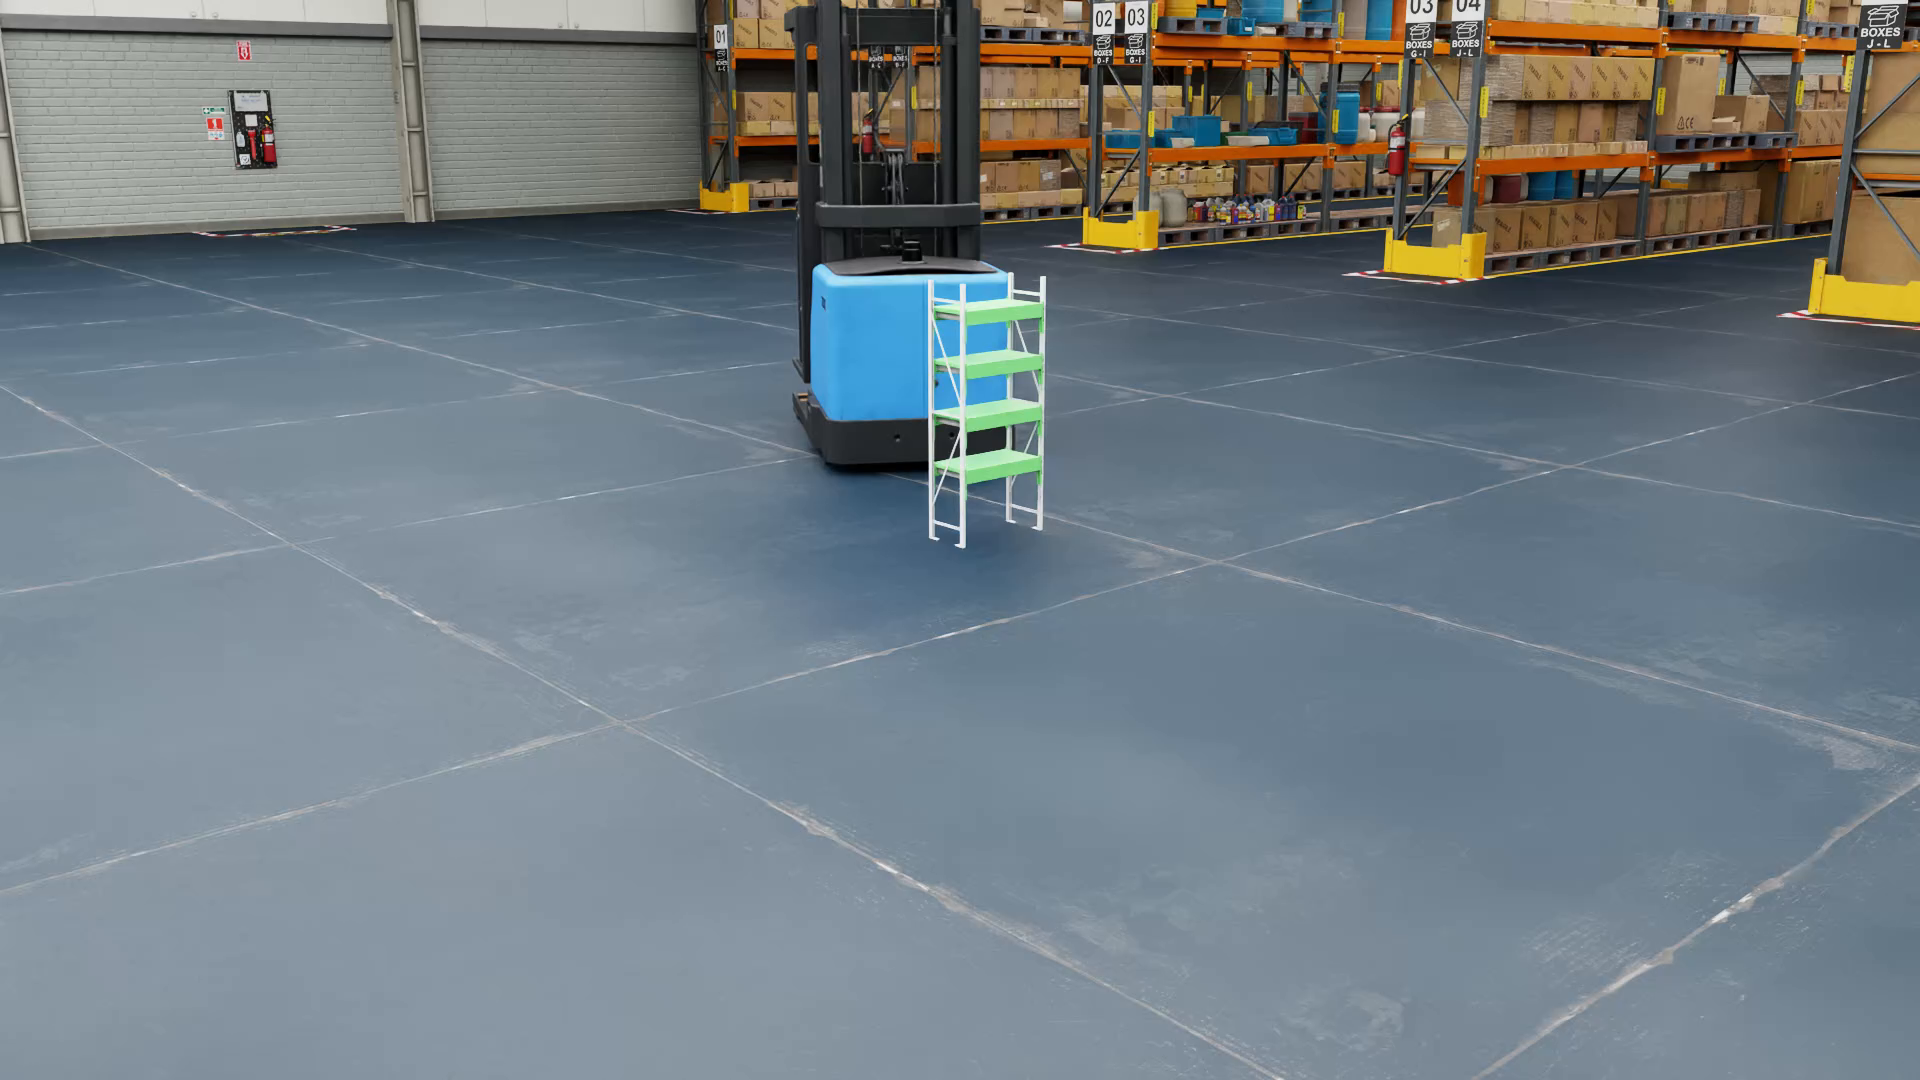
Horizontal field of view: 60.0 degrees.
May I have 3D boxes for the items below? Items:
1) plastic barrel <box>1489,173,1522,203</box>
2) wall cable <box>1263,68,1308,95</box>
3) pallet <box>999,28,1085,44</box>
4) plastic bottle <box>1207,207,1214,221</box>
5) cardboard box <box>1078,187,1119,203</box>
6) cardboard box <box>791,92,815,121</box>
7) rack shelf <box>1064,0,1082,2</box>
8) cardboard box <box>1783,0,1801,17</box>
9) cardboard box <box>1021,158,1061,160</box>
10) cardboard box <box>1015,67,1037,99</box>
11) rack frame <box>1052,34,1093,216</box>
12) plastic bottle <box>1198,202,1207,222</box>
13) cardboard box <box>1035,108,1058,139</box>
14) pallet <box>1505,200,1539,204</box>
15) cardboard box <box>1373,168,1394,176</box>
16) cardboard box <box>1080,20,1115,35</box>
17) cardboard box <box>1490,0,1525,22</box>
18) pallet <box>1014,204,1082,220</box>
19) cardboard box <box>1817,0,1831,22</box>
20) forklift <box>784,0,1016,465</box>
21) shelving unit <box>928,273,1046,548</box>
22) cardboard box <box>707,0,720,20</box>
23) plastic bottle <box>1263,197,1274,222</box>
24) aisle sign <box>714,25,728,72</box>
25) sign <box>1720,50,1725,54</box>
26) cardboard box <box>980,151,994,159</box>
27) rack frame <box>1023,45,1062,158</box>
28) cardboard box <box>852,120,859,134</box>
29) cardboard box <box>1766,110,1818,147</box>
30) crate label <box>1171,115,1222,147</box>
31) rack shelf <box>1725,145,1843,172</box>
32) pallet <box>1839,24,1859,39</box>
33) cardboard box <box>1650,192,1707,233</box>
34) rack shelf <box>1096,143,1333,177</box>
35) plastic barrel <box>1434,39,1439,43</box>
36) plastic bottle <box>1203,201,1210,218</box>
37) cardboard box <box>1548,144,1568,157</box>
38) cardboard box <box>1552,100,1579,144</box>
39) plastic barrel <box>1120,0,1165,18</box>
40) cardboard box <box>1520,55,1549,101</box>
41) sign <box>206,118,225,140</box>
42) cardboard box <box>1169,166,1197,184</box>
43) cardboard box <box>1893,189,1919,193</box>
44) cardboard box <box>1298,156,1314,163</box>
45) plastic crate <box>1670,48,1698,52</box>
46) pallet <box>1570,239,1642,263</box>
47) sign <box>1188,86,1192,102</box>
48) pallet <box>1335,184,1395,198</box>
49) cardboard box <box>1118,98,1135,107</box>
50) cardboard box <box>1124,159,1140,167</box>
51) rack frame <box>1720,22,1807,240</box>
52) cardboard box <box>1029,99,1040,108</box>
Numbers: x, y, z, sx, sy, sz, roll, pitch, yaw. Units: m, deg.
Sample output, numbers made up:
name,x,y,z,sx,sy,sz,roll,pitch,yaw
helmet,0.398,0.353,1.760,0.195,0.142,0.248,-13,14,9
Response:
name,x,y,z,sx,sy,sz,roll,pitch,yaw
plastic barrel,9.423,-6.160,28.857,0.708,0.588,0.600,-13,19,-39
wall cable,8.090,-11.020,41.226,1.851,1.984,0.084,-13,19,-39
pallet,1.321,-8.389,27.702,1.213,0.211,1.003,-13,19,-39
plastic bottle,3.685,-4.786,24.425,0.097,0.201,0.097,0,15,0
cardboard box,2.414,-6.026,29.013,0.500,0.250,0.500,-13,20,-41
cardboard box,-2.994,-7.908,30.341,0.500,0.500,0.500,-13,20,-41
rack shelf,3.219,-11.470,35.421,4.000,0.370,1.077,-13,19,-39
cardboard box,11.269,-7.490,23.002,0.500,0.500,0.500,-12,19,-38
cardboard box,1.392,-6.351,28.775,0.500,0.500,0.500,-13,19,-39
cardboard box,0.858,-7.560,27.532,0.500,0.500,0.700,-13,20,-39
rack frame,1.947,-7.132,28.637,0.127,3.000,1.000,-13,19,-39
plastic bottle,3.555,-4.803,24.328,0.133,0.283,0.061,-13,19,-39
cardboard box,1.223,-7.013,27.999,0.500,0.500,0.700,-13,20,-40
pallet,9.701,-5.844,29.221,1.213,0.211,1.003,-13,19,-39
cardboard box,8.792,-7.679,35.045,0.500,0.311,0.500,-13,19,-39
cardboard box,2.418,-8.814,28.599,0.500,0.250,0.500,-10,18,-34
cardboard box,5.963,-5.933,18.627,0.500,0.250,0.500,-12,19,-38
pallet,1.320,-5.658,28.523,1.213,0.211,1.003,-13,19,-39
cardboard box,12.471,-7.861,24.548,0.500,0.500,0.500,-11,19,-36
forklift,-0.467,-2.158,10.151,1.130,2.935,3.031,-3,15,-10
shelving unit,0.125,-0.608,7.700,0.503,1.200,0.258,-13,19,-39
cardboard box,-4.171,-9.532,29.641,0.500,0.500,0.500,-12,19,-37
plastic bottle,4.511,-4.847,24.365,0.185,0.351,0.144,-13,20,-40
aisle sign,-4.182,-8.603,29.108,0.004,0.787,0.394,-13,19,-39
sign,14.622,-9.494,31.871,0.005,0.325,0.100,-13,19,-39
cardboard box,0.345,-7.836,33.811,0.500,0.250,0.500,-13,20,-40
rack frame,1.710,-8.773,34.782,0.127,3.000,1.000,-13,19,-39
cardboard box,-2.216,-7.722,31.100,0.500,0.250,0.500,-13,20,-40
cardboard box,12.010,-5.958,24.049,0.500,0.500,0.500,-12,19,-38
crate label,3.390,-5.871,23.848,0.616,0.435,0.502,-13,19,-39
rack shelf,12.974,-5.871,25.313,4.000,0.370,1.077,-13,19,-39
pallet,12.757,-7.548,24.747,1.213,0.211,1.003,-12,19,-37
cardboard box,9.719,-4.479,22.698,0.700,0.500,0.500,14,20,42
rack shelf,3.687,-5.480,23.849,4.000,0.370,1.077,-13,19,-39
plastic barrel,7.407,-7.966,26.215,0.301,0.262,0.301,0,15,0
plastic bottle,3.589,-4.843,24.495,0.135,0.276,0.152,-13,20,-41
cardboard box,6.997,-4.641,19.798,0.250,0.149,0.380,-13,19,-39
cardboard box,6.952,-5.072,20.154,0.500,0.500,0.875,-13,19,-39
plastic barrel,2.462,-7.456,22.392,0.708,0.830,0.600,-13,19,-39
cardboard box,6.405,-5.324,19.160,0.500,0.500,0.500,-13,19,-39
sign,-11.265,-6.221,25.158,0.234,0.329,0.001,-13,19,-39
cardboard box,3.961,-6.644,30.238,0.500,0.311,0.500,-13,20,-40
cardboard box,9.740,-2.996,16.457,0.875,0.875,0.875,-13,20,-40
cardboard box,6.703,-7.650,33.116,0.500,0.250,0.500,-13,19,-39
plastic crate,13.692,-9.324,31.442,0.336,0.188,0.450,-13,19,-39
pallet,7.964,-3.735,21.323,1.213,0.211,1.003,-13,19,-39
sign,5.091,-9.868,36.790,0.005,0.325,0.100,-13,19,-39
pallet,8.501,-7.256,34.505,1.213,0.211,1.003,-13,19,-39
cardboard box,3.409,-9.268,35.825,0.500,0.500,0.500,-12,19,-38
cardboard box,3.654,-8.328,36.469,0.750,0.750,0.750,-12,19,-38
rack frame,11.465,-5.880,23.951,0.127,3.000,1.000,-13,19,-39
cardboard box,1.114,-7.234,27.568,0.250,0.149,0.380,-13,20,-40
